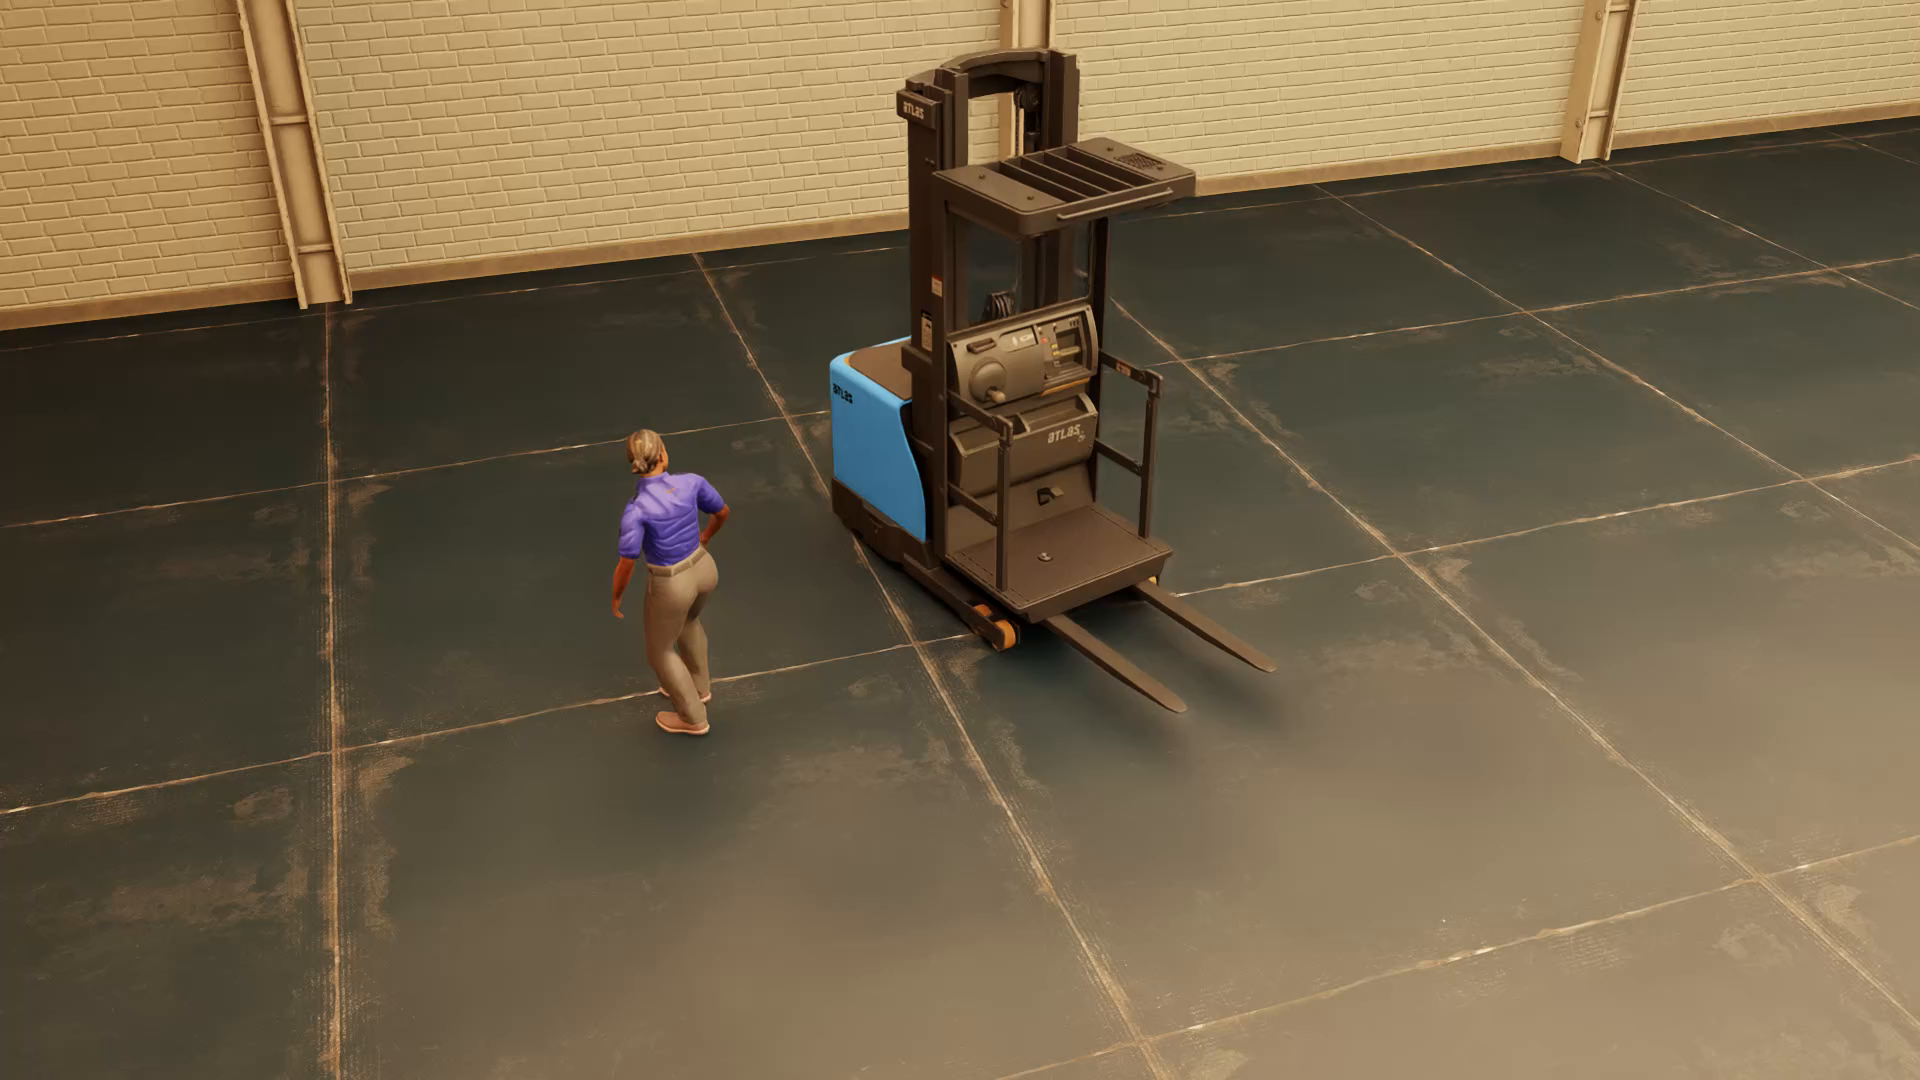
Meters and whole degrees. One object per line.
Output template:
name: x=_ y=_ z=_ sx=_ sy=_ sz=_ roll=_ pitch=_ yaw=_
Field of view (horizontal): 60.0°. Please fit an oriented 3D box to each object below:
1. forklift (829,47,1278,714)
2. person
forklift: x=0.474 y=-0.946 z=8.732 sx=1.130 sy=2.935 sz=3.031 roll=-19 pitch=35 yaw=-30
person: x=-1.442 y=0.197 z=8.056 sx=0.466 sy=1.634 sz=0.648 roll=20 pitch=35 yaw=30
